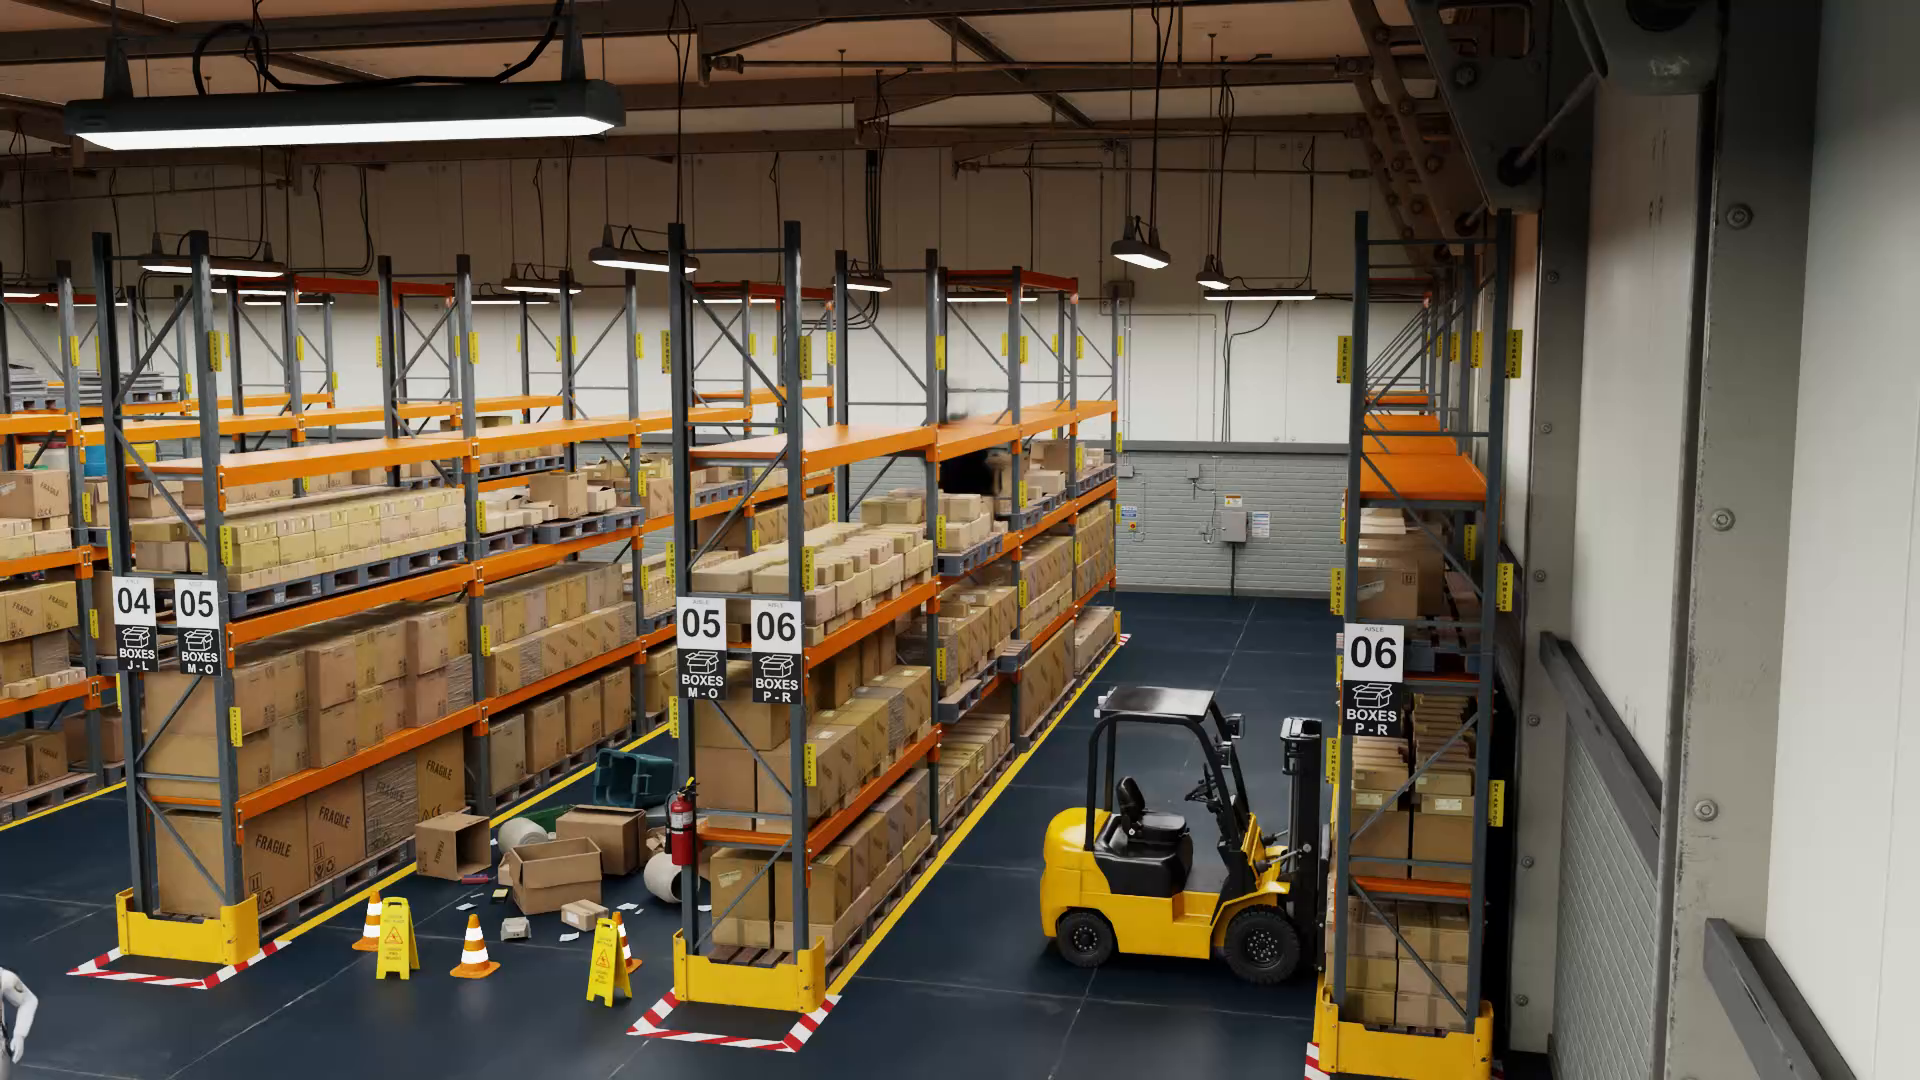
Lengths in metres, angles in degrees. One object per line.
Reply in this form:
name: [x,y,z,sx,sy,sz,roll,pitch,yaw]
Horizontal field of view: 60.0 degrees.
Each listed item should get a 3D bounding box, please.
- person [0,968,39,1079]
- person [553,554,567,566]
person: [-5.917,3.138,10.049,0.633,1.662,0.758,-3,8,-26]
person: [-6.442,0.958,27.411,0.654,1.778,0.894,1,7,8]
